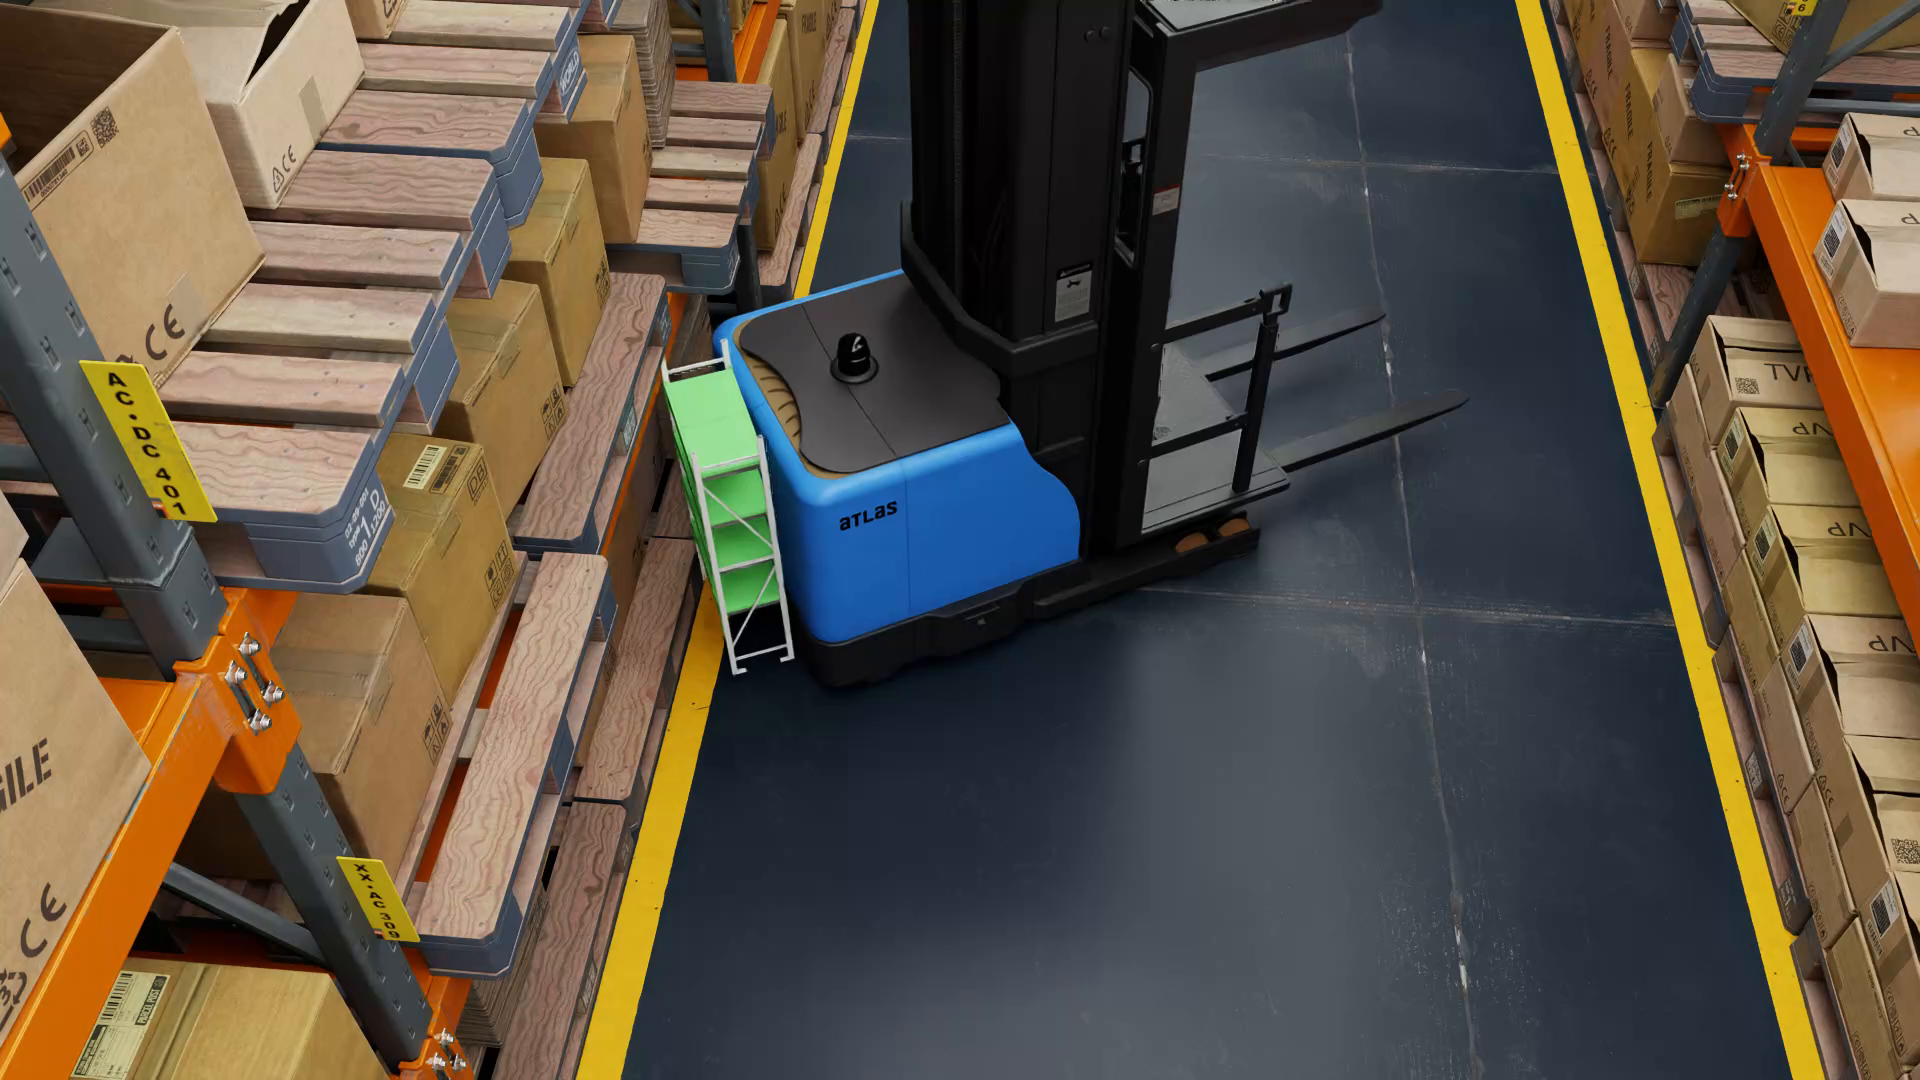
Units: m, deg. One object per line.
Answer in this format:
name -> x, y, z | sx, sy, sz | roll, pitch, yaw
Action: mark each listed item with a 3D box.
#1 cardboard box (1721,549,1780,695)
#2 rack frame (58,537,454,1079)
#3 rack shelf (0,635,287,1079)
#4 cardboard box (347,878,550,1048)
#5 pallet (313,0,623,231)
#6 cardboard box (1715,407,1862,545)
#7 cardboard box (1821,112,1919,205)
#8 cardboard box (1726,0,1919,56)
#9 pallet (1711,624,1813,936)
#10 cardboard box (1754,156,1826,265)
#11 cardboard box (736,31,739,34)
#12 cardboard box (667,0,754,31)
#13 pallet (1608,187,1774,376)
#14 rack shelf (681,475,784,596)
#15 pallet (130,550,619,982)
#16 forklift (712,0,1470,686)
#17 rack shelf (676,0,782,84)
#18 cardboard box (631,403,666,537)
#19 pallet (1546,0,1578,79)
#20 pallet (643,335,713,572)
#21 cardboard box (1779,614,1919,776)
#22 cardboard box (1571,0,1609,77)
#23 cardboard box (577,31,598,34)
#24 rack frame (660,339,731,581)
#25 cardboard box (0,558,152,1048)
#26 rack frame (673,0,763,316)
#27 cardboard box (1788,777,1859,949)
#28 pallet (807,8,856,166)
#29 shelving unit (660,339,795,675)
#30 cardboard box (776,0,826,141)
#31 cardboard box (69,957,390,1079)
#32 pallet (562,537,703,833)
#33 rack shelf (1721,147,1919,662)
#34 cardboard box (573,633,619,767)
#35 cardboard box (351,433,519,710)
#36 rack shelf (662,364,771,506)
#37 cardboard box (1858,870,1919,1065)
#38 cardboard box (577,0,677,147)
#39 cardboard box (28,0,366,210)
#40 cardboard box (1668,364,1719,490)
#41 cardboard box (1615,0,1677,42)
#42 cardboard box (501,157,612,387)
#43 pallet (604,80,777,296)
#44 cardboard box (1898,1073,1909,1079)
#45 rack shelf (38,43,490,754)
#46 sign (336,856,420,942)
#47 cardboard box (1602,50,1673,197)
cardboard box -> 3.117, 0.308, 6.040 | 0.500, 0.250, 0.500 | 3, 48, 2
rack frame -> -1.755, 1.014, 3.816 | 1.000, 3.000, 0.127 | 4, 48, 4
rack shelf -> -1.937, 1.714, 1.630 | 1.077, 0.370, 4.000 | 4, 48, 4
cardboard box -> -1.704, 1.167, 5.072 | 0.700, 0.500, 0.500 | 5, 48, 5
pallet -> -1.501, -1.144, 3.884 | 1.213, 0.211, 1.003 | 4, 48, 4
cardboard box -> 3.164, -0.247, 6.167 | 0.500, 0.311, 0.500 | 3, 48, 3
cardboard box -> 3.467, -1.301, 5.993 | 0.500, 0.311, 0.500 | 7, 48, 6
cardboard box -> 3.488, -2.241, 6.441 | 0.700, 0.500, 0.500 | -11, 48, -10
pallet -> 3.316, 0.842, 5.863 | 1.003, 0.211, 1.213 | 4, 48, 4
cardboard box -> 3.912, -1.600, 7.603 | 0.500, 0.500, 0.500 | 2, 48, 2
cardboard box -> -1.098, -2.259, 6.966 | 0.380, 0.149, 0.250 | 4, 48, 4
cardboard box -> -1.091, -2.406, 6.661 | 0.500, 0.500, 0.500 | 5, 48, 5
pallet -> 3.649, -1.200, 7.731 | 1.003, 0.211, 1.213 | 4, 48, 4
rack shelf -> -0.828, -0.050, 6.033 | 0.258, 0.148, 0.480 | -15, 51, -12
pallet -> -1.540, 0.527, 4.392 | 1.003, 0.211, 1.213 | 4, 48, 4
forklift -> 0.642, -1.191, 5.879 | 3.031, 2.935, 1.130 | -19, 50, -17
rack shelf -> -1.208, -3.153, 8.114 | 1.077, 0.370, 4.000 | 4, 48, 4
cardboard box -> -1.567, -0.327, 6.438 | 0.700, 0.500, 0.500 | 4, 48, 3
pallet -> 3.871, -2.993, 9.371 | 1.003, 0.211, 1.213 | 4, 48, 4
pallet -> -1.463, -0.410, 7.008 | 1.003, 0.211, 1.213 | 4, 48, 4
cardboard box -> 3.069, 0.506, 5.479 | 0.500, 0.311, 0.500 | 3, 48, 3
cardboard box -> 3.531, -2.741, 8.646 | 0.500, 0.500, 0.500 | 4, 48, 4
cardboard box -> -1.406, -1.834, 5.615 | 0.380, 0.149, 0.250 | -3, 48, -3
rack frame -> -0.907, -0.266, 6.135 | 0.240, 1.200, 0.015 | -15, 51, -12
cardboard box -> -1.555, 0.350, 2.309 | 0.500, 0.500, 0.500 | 5, 48, 5
rack frame -> -1.390, -1.926, 6.504 | 1.000, 3.000, 0.127 | 4, 48, 4
cardboard box -> 3.022, 1.059, 5.354 | 0.500, 0.250, 0.500 | 5, 48, 4
pallet -> -1.129, -2.453, 8.876 | 1.003, 0.211, 1.213 | 4, 48, 4
shelving unit -> -0.828, -0.091, 5.985 | 0.258, 1.200, 0.503 | -15, 51, -12
cardboard box -> -1.106, -2.517, 8.217 | 0.750, 0.750, 0.750 | 4, 48, 3
cardboard box -> -1.490, 1.173, 3.251 | 0.500, 0.500, 0.500 | 4, 48, 3
pallet -> -1.577, 0.484, 6.191 | 1.003, 0.211, 1.213 | 4, 48, 4
rack shelf -> 3.361, 0.117, 5.124 | 1.077, 0.370, 4.000 | 4, 48, 4
cardboard box -> -1.620, 0.412, 5.763 | 0.700, 0.500, 0.500 | 4, 48, 4
cardboard box -> -1.616, 0.050, 4.332 | 0.700, 0.500, 0.500 | 8, 48, 8
rack shelf -> -0.832, -0.362, 5.669 | 0.258, 0.148, 0.480 | -15, 51, -12
cardboard box -> 2.971, 1.241, 4.806 | 0.500, 0.311, 0.500 | 5, 48, 5
cardboard box -> -1.423, -1.762, 5.989 | 0.700, 0.500, 0.500 | -1, 48, -1
cardboard box -> -1.569, -0.959, 3.364 | 0.500, 0.311, 0.500 | 5, 48, 5
cardboard box -> 3.203, -0.444, 6.728 | 0.500, 0.250, 0.500 | 4, 48, 3
cardboard box -> 3.485, -2.650, 8.055 | 0.500, 0.250, 0.500 | 3, 48, 3
cardboard box -> -1.514, -0.845, 5.150 | 0.700, 0.500, 0.500 | 4, 48, 4
pallet -> -1.349, -1.330, 6.090 | 1.213, 0.211, 1.003 | 4, 48, 4
cardboard box -> 2.928, 1.806, 4.670 | 0.500, 0.250, 0.500 | 3, 48, 3
rack shelf -> -1.572, -1.226, 4.319 | 1.077, 0.370, 4.000 | 4, 48, 4
sign -> -1.214, 0.752, 3.468 | 0.100, 0.325, 0.005 | 4, 48, 4
cardboard box -> 3.442, -1.983, 7.953 | 0.500, 0.500, 0.500 | 2, 48, 2
